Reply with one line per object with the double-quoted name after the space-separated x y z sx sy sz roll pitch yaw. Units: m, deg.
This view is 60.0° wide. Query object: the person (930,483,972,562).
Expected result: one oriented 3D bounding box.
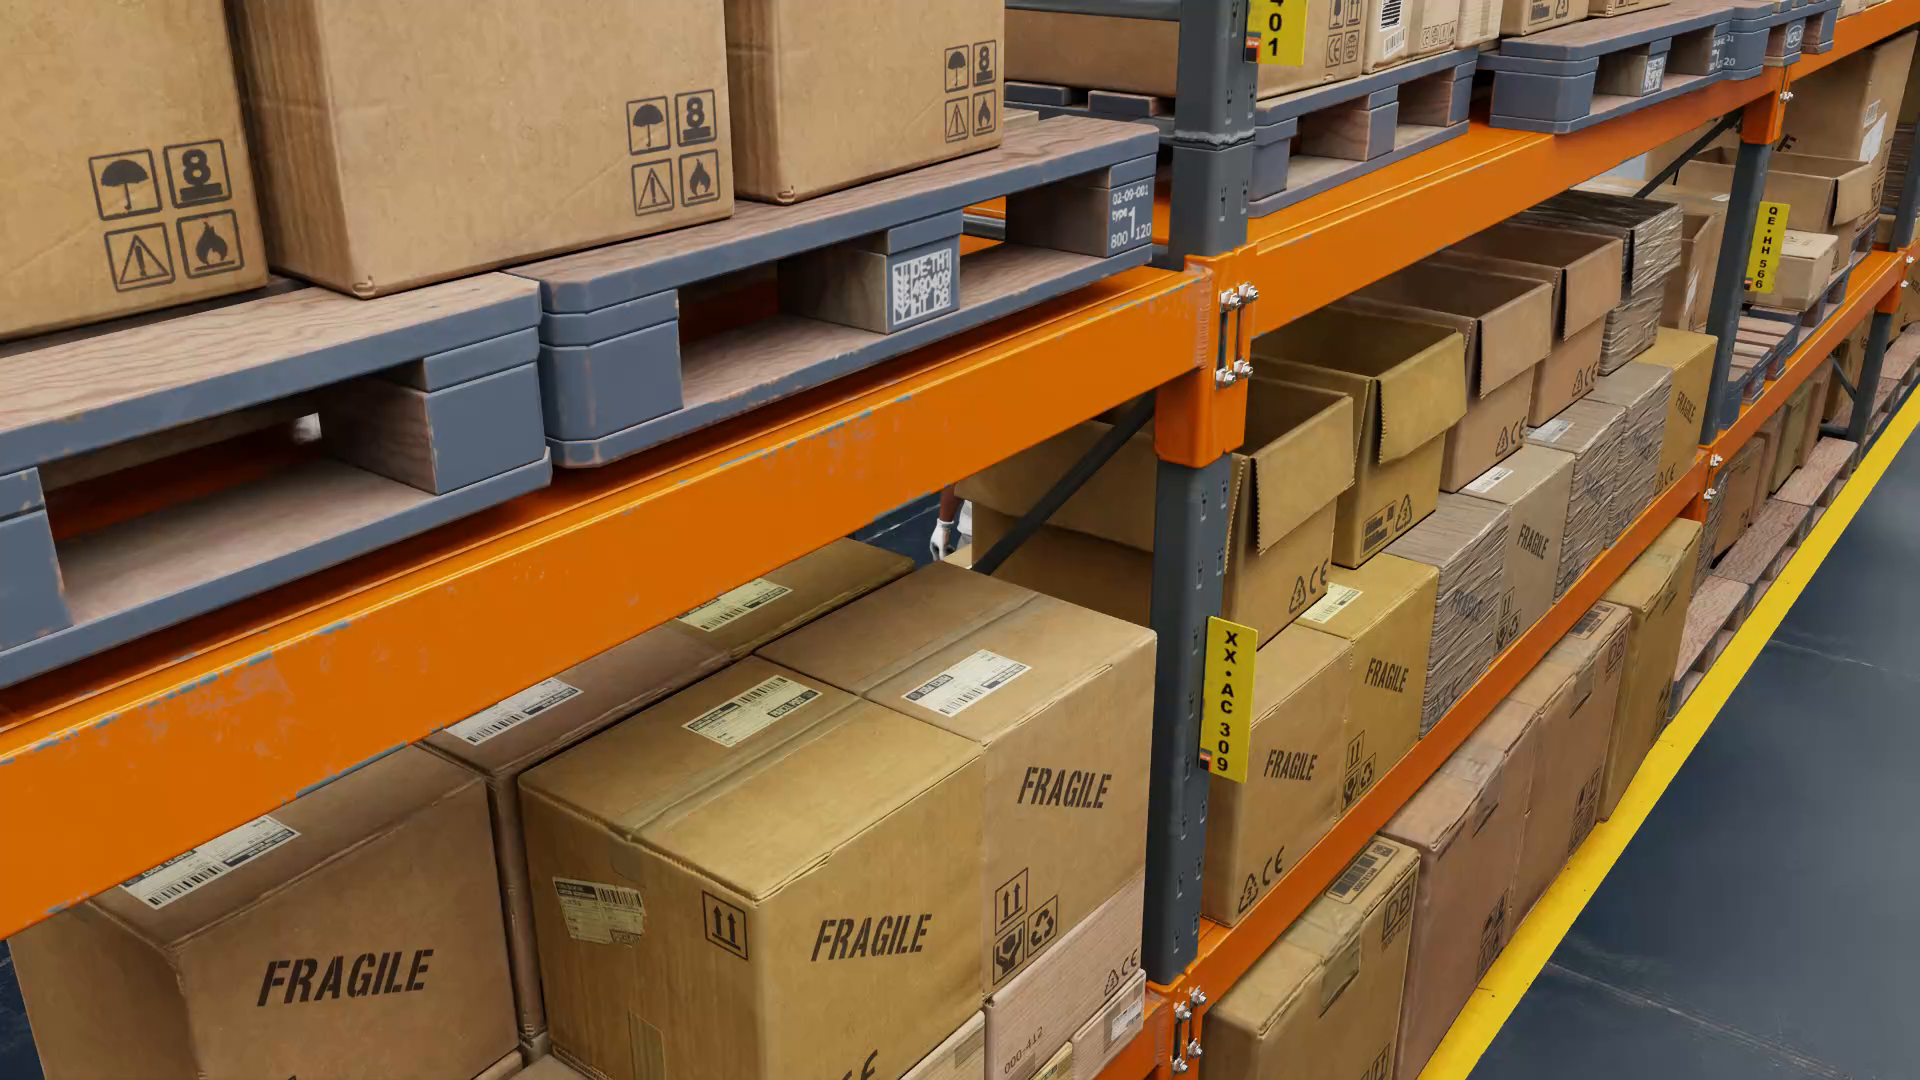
0.160 0.030 6.513 0.619 1.775 0.446 17 28 34 "person"
